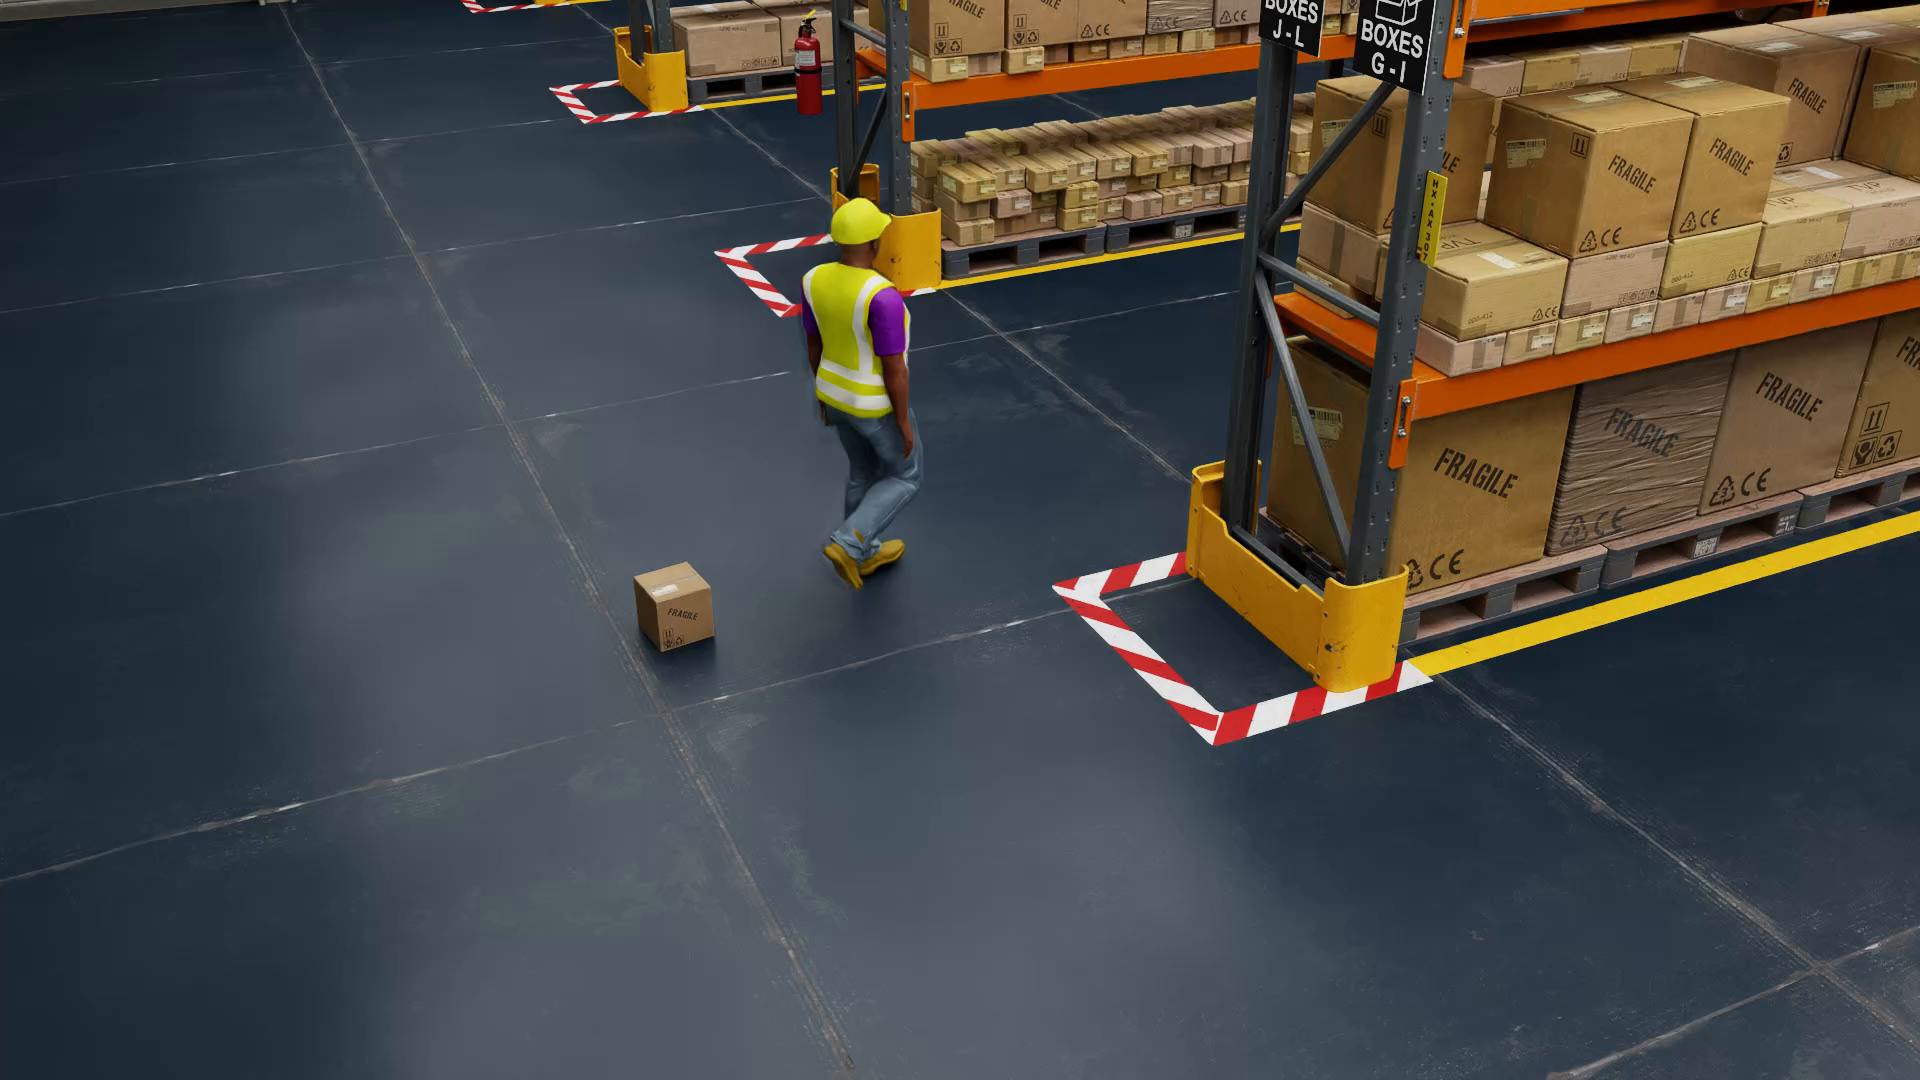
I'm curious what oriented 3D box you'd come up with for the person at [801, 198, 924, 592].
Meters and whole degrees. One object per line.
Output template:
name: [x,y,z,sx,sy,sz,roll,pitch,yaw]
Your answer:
person: [-0.433,-0.587,7.105,0.594,1.757,0.608,25,37,37]
